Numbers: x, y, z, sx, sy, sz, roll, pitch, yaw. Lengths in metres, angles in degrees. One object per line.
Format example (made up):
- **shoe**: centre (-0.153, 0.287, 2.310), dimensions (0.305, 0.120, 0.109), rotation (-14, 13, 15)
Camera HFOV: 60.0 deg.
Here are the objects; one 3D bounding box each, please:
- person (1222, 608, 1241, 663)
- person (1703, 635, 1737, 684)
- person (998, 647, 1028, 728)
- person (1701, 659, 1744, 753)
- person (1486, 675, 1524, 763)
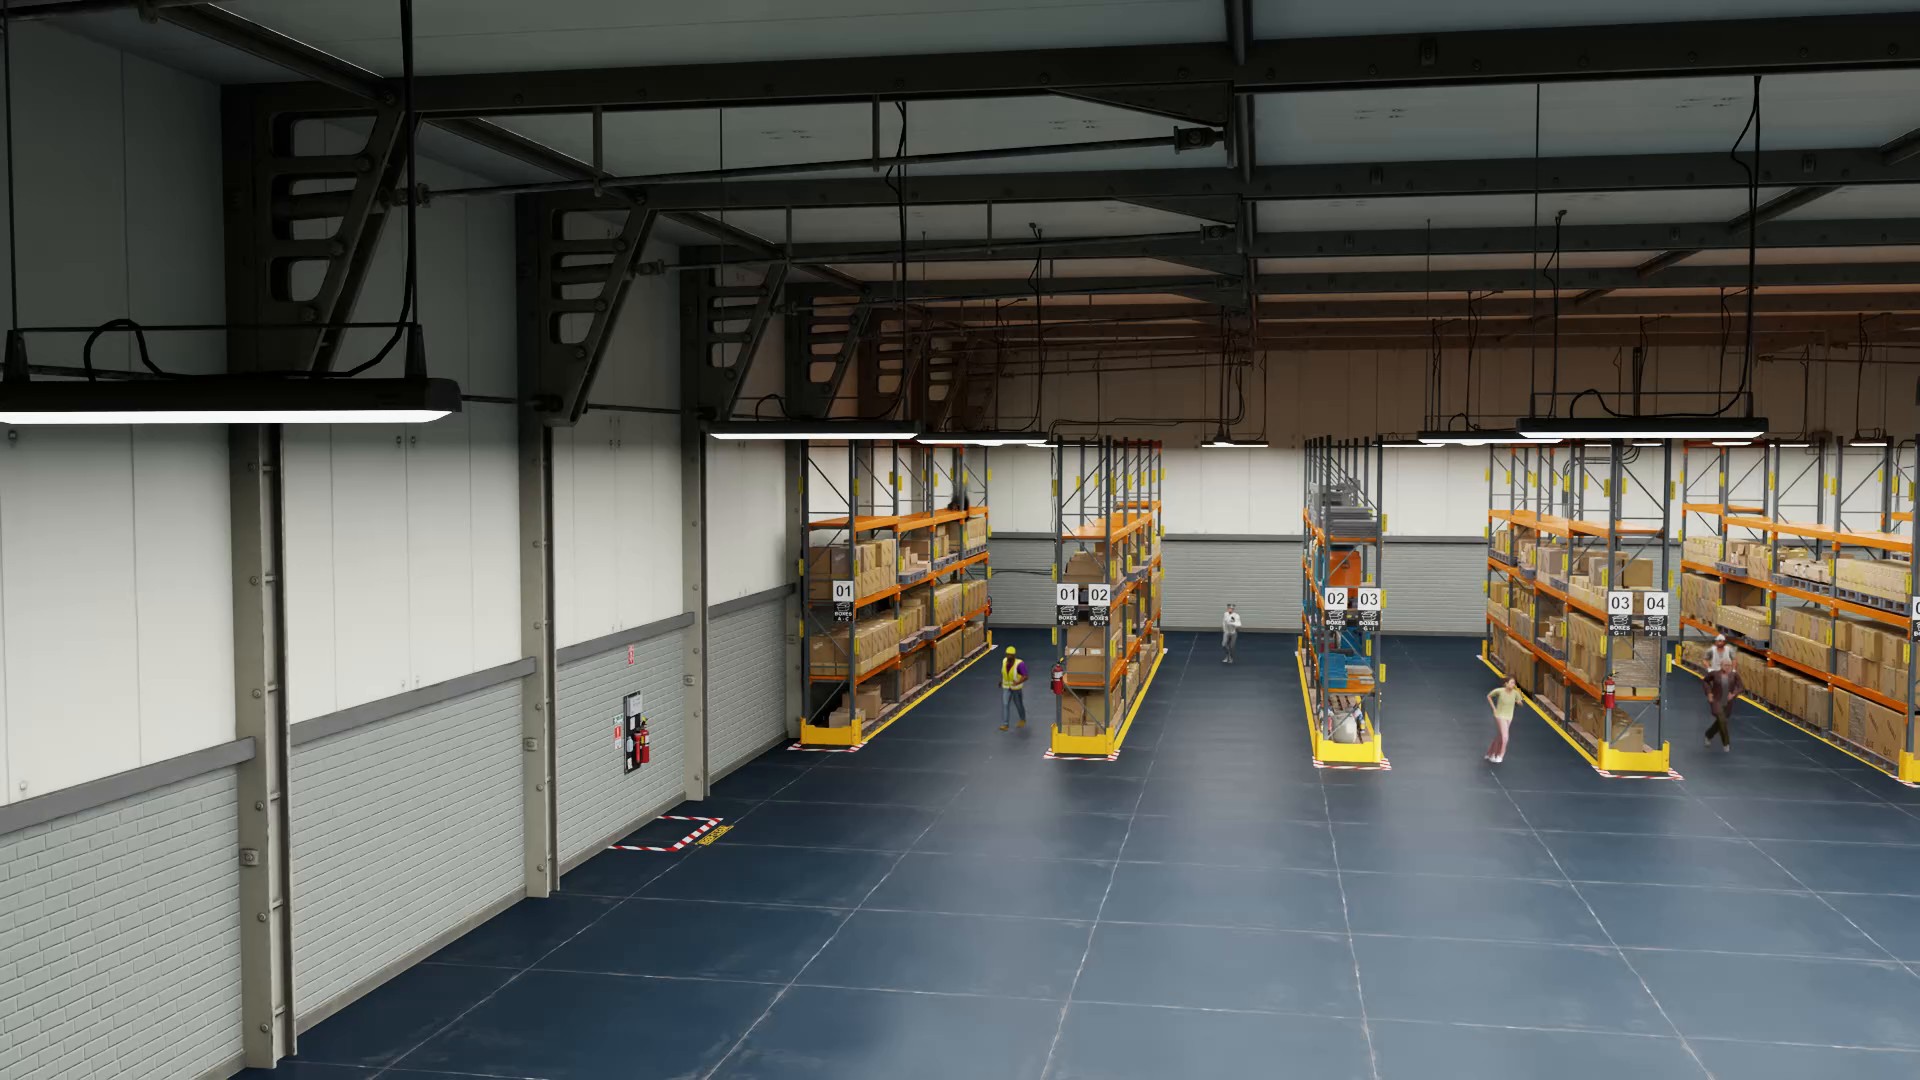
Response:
- **person**: centre (7.266, 2.518, 44.534), dimensions (0.574, 1.608, 0.832), rotation (1, 3, 24)
- **person**: centre (16.471, 2.904, 36.057), dimensions (0.671, 1.739, 0.605), rotation (1, 3, 13)
- **person**: centre (1.087, 2.963, 33.696), dimensions (0.696, 1.649, 0.966), rotation (1, 3, 21)
- **person**: centre (14.527, 3.123, 31.734), dimensions (0.663, 1.759, 0.914), rotation (0, 3, 2)
- **person**: centre (9.975, 3.272, 30.373), dimensions (0.514, 1.623, 0.818), rotation (-1, 3, -17)
